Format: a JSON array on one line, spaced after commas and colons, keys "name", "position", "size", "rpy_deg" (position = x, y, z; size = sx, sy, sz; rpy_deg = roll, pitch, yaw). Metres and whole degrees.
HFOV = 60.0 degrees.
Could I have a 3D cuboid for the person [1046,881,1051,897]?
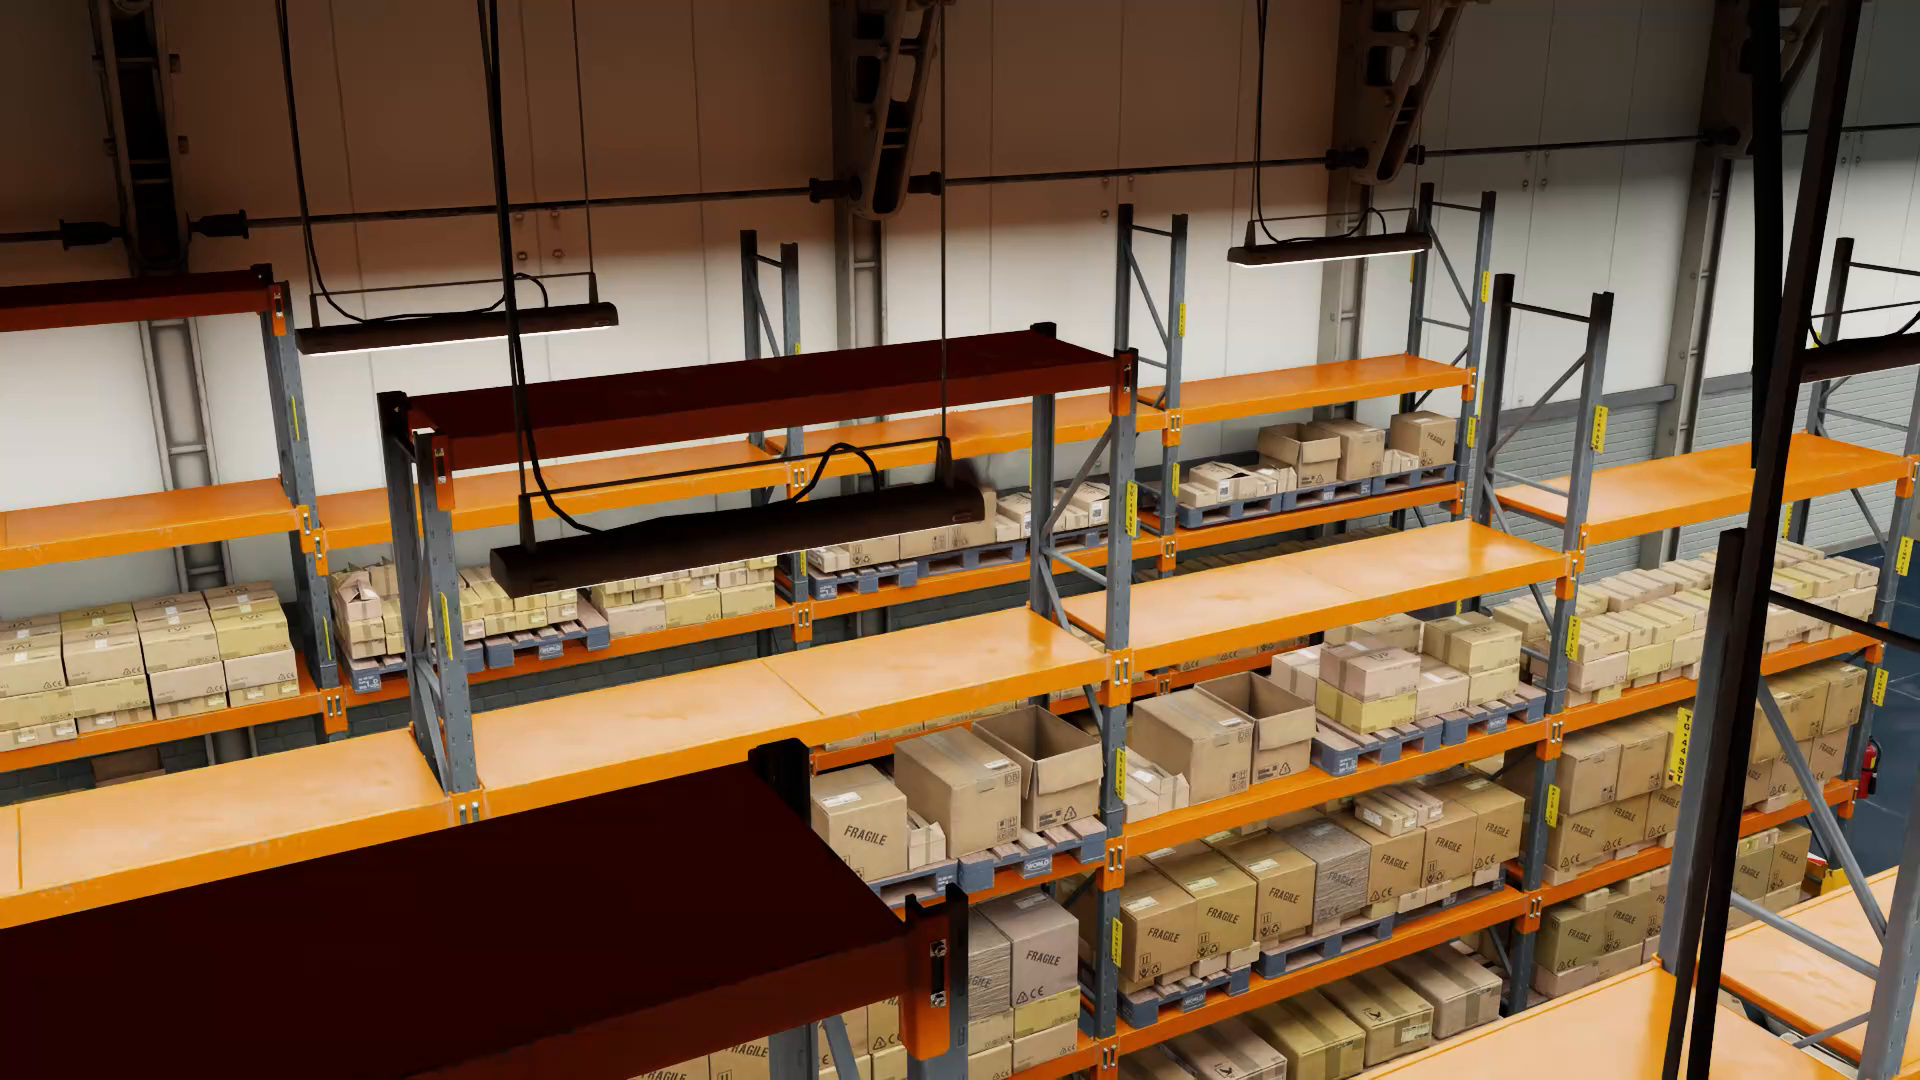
[{"name": "person", "position": [0.509, 3.015, 13.322], "size": [0.438, 1.672, 0.517], "rpy_deg": [12, 22, 32]}]
